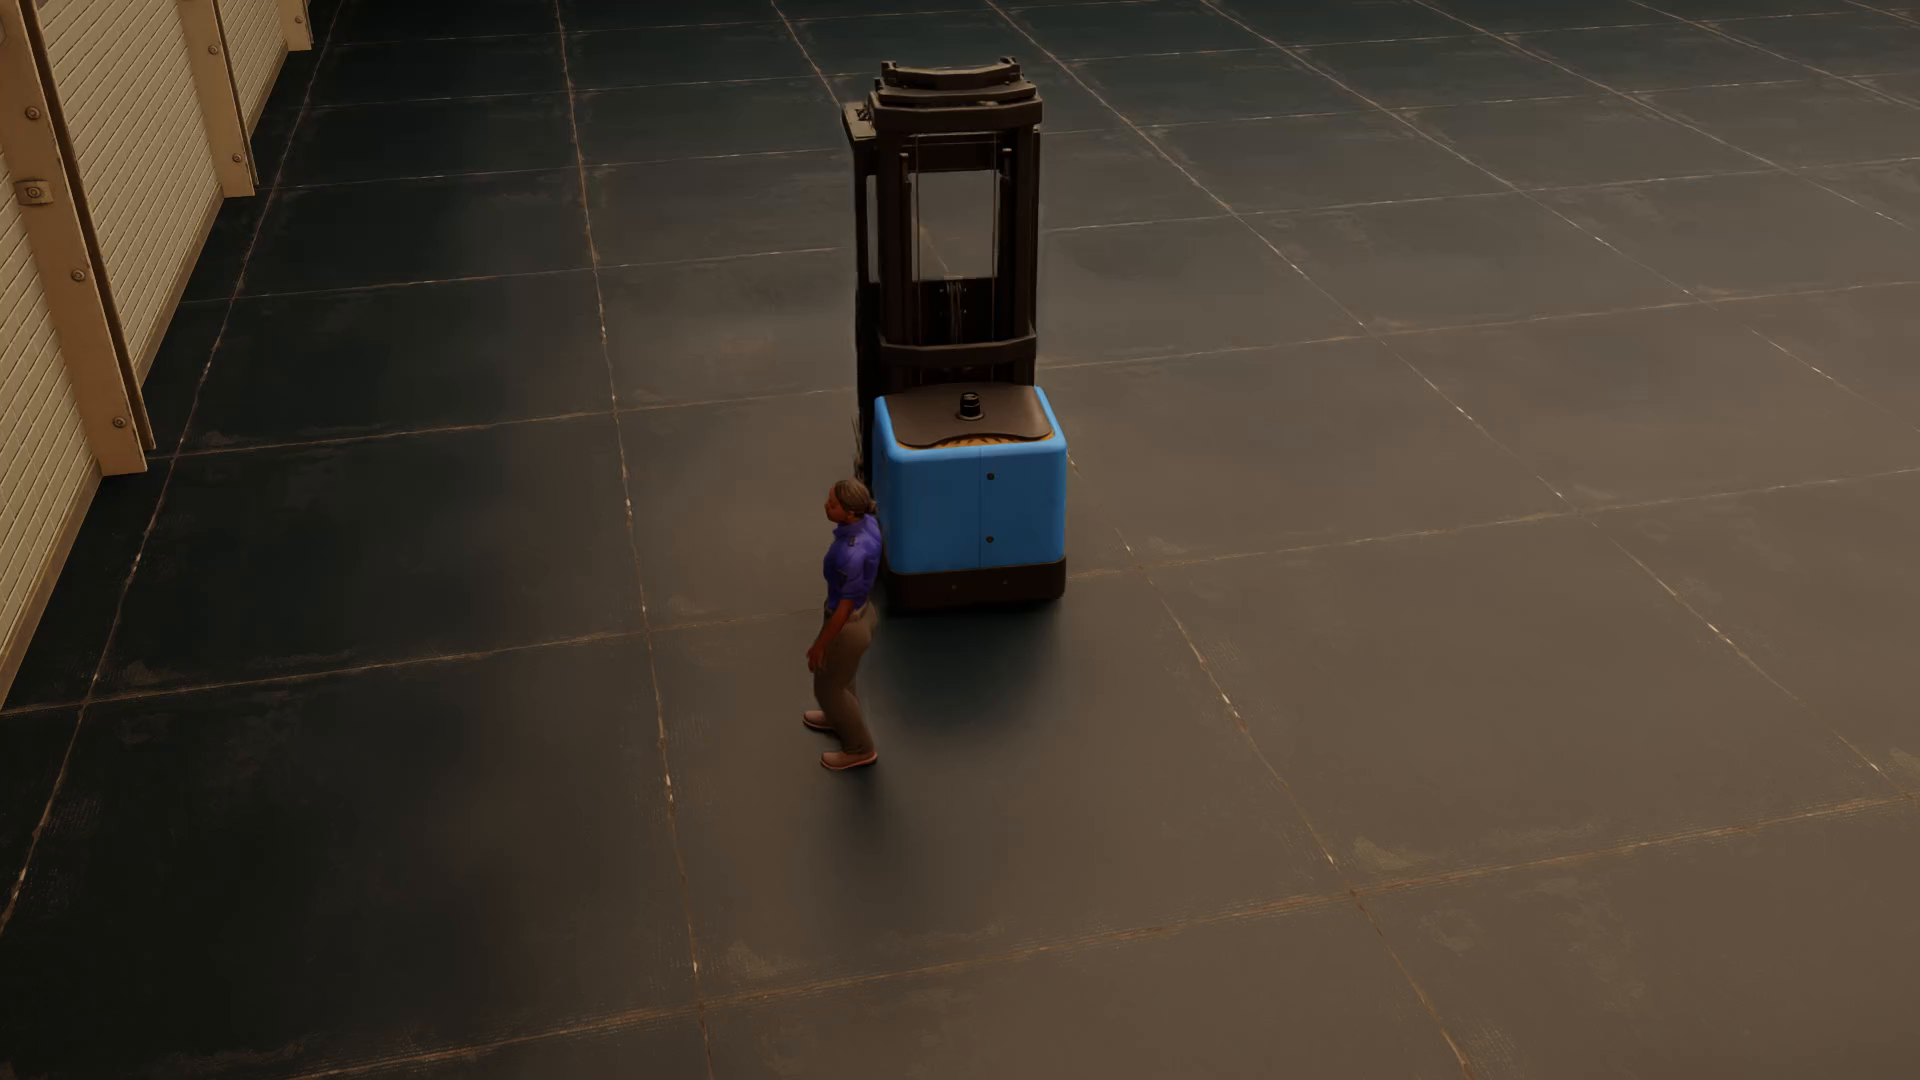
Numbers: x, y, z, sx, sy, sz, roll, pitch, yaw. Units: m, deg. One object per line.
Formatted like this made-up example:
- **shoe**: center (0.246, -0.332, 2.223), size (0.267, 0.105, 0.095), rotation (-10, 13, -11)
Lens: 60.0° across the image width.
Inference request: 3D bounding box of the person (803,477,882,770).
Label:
- **person**: center (-0.627, 0.404, 8.193), size (0.501, 1.646, 0.602), rotation (5, 30, 8)

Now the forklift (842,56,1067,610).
- **forklift**: center (-0.116, -1.582, 10.308), size (1.130, 2.935, 3.031), rotation (-4, 30, -8)
